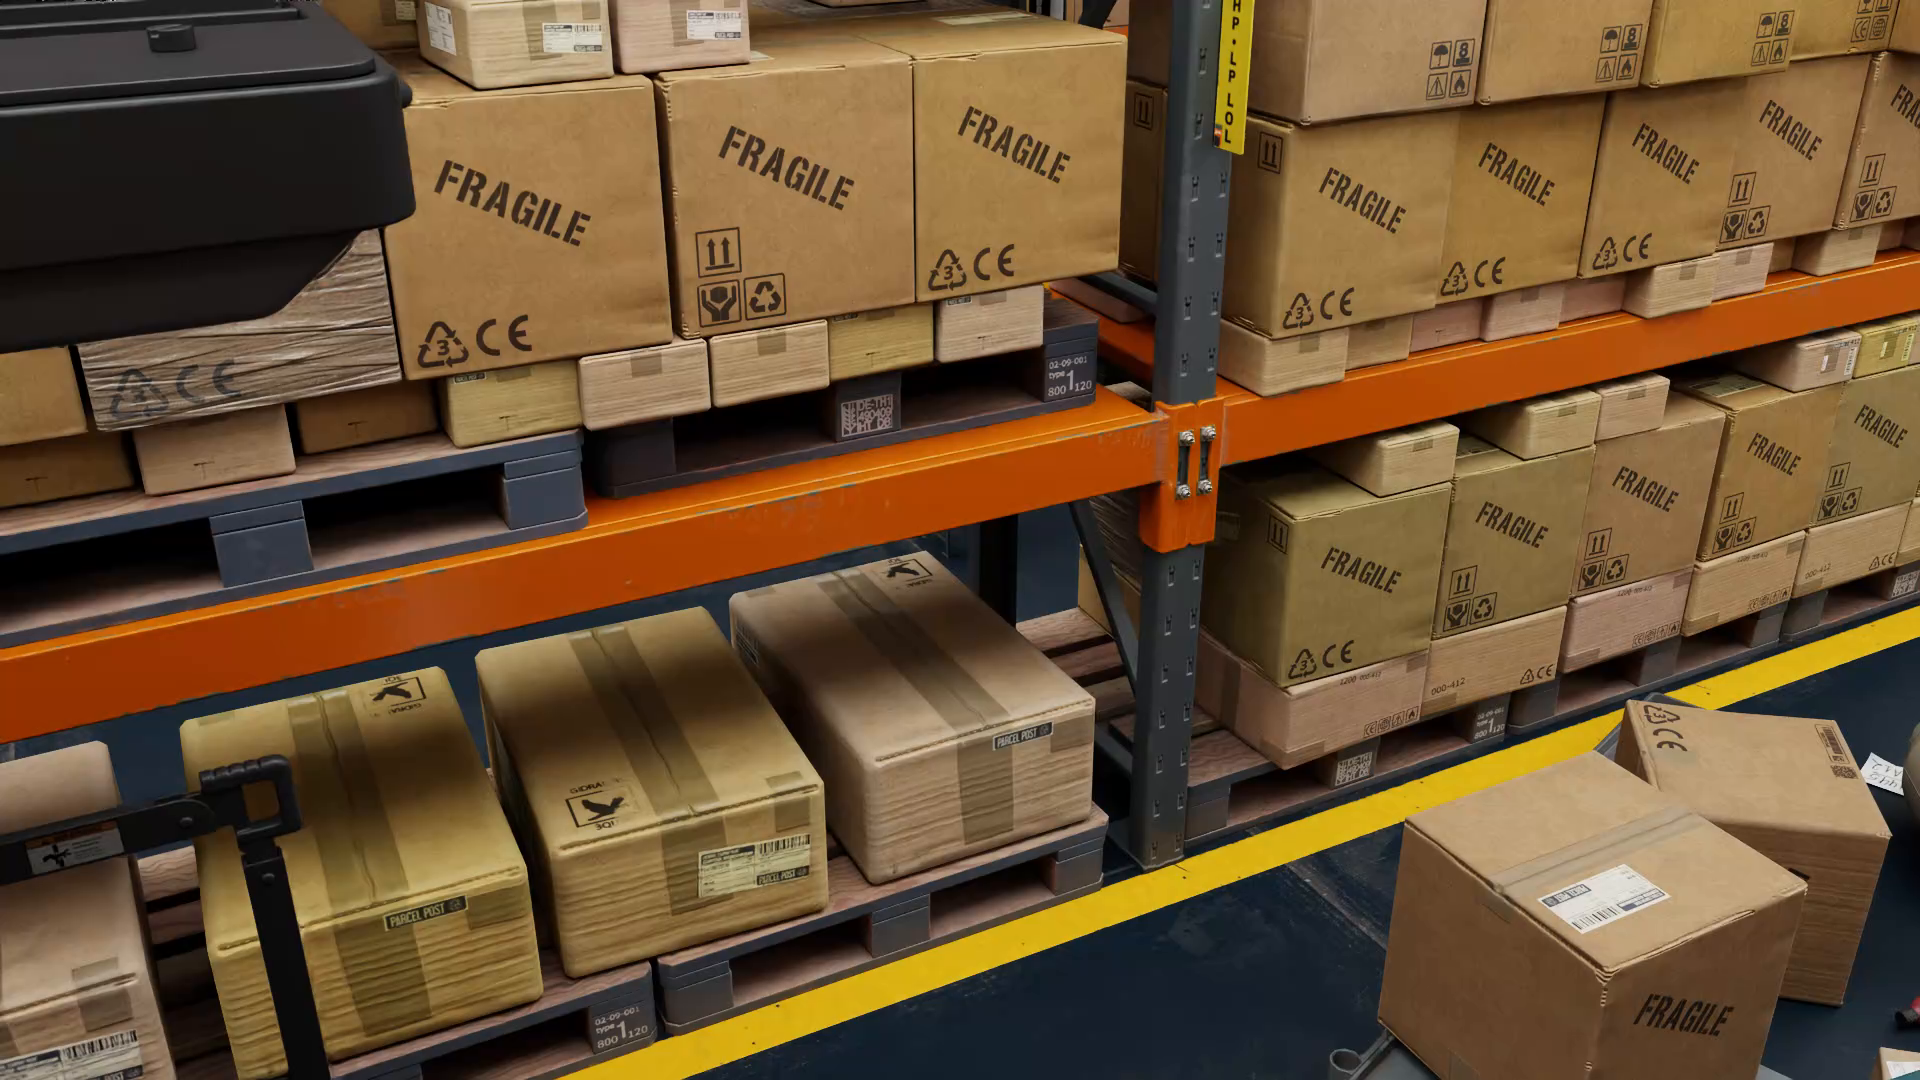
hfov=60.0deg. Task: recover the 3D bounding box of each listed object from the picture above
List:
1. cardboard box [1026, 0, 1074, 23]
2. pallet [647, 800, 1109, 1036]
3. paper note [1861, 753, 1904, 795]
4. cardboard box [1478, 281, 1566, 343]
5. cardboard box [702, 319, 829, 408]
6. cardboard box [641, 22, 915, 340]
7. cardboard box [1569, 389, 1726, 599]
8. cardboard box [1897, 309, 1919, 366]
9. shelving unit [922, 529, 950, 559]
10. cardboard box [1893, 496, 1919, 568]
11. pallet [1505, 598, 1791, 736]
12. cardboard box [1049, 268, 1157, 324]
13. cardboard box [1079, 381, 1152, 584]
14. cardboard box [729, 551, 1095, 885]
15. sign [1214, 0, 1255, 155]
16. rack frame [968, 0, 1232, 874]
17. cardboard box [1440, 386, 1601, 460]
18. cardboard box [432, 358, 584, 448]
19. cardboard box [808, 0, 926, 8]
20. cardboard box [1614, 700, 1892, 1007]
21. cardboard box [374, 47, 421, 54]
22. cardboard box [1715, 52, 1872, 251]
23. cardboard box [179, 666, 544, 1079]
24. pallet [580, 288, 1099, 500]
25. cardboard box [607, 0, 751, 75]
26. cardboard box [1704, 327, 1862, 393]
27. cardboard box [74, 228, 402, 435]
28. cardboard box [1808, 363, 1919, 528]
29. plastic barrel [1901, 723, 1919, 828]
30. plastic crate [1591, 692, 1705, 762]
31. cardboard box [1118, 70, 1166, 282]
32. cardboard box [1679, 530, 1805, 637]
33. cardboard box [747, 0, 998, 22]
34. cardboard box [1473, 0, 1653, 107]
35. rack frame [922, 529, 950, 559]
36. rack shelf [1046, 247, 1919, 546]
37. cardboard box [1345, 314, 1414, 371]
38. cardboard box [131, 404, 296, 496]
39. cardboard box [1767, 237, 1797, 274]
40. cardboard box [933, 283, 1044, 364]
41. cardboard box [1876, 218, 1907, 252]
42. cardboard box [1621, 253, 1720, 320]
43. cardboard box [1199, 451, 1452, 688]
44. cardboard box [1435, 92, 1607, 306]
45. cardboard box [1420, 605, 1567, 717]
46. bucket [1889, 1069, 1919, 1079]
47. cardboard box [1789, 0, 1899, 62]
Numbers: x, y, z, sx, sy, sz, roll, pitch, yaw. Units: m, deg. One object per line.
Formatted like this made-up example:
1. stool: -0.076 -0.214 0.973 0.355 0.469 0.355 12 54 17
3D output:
1. cardboard box: 0.276 -3.017 8.954 0.500 0.500 0.500 -14 29 -26
2. pallet: -0.376 0.746 4.452 1.213 0.211 1.003 -13 29 -25
3. paper note: 2.688 0.676 4.806 0.142 0.019 0.148 21 33 37
4. cardboard box: 1.392 -0.672 4.475 0.250 0.149 0.380 -12 28 -24
5. cardboard box: -0.466 -0.423 3.470 0.250 0.149 0.380 -14 29 -26
6. cardboard box: -0.427 -0.755 3.413 0.500 0.500 0.500 -13 28 -25
7. cardboard box: 1.883 -0.193 5.012 0.500 0.500 0.500 -11 28 -22
8. cardboard box: 2.963 -0.702 5.322 0.250 0.149 0.380 -12 28 -24
9. shelving unit: -0.007 -0.404 6.052 0.210 0.900 0.258 -13 29 -25
10. cardboard box: 3.232 -0.162 5.814 0.500 0.250 0.500 -13 29 -25
11. pallet: 1.964 0.187 5.617 1.213 0.211 1.003 -13 29 -25
12. cardboard box: 0.450 -0.739 4.613 0.250 0.149 0.380 -13 29 -26
13. cardboard box: 0.706 -0.181 4.986 0.500 0.500 0.500 -13 29 -26
14. cardboard box: -0.152 0.433 4.433 0.625 0.372 0.950 -13 28 -24
15. sign: 0.574 -0.981 3.489 0.005 0.325 0.100 -13 29 -25
16. rack frame: 0.310 -0.670 4.180 0.127 3.000 1.000 -13 29 -25
17. cardboard box: 1.549 -0.375 4.641 0.250 0.149 0.380 -12 28 -23
18. cardboard box: -0.921 -0.333 3.284 0.250 0.149 0.380 -13 29 -25
19. cardboard box: -0.272 -1.370 3.944 0.250 0.149 0.380 -13 29 -25
20. cardboard box: 1.896 0.757 4.092 0.500 0.500 0.500 5 26 11
21. cardboard box: -1.123 -0.855 3.620 0.500 0.500 0.500 -13 29 -25
22. cardboard box: 2.147 -1.151 4.723 0.500 0.500 0.500 -13 28 -24
23. cardboard box: -1.397 0.723 3.829 0.625 0.372 0.950 -12 28 -23
24. pallet: -0.433 -0.483 4.013 1.213 0.211 1.003 -13 29 -25
25. cardboard box: -0.593 -1.005 3.184 0.250 0.149 0.380 -14 29 -27
26. cardboard box: 2.506 -0.599 5.107 0.250 0.149 0.380 -12 28 -23
27. cardboard box: -1.347 -0.545 2.976 0.500 0.500 0.500 -14 29 -27
28. cardboard box: 2.796 -0.402 5.447 0.500 0.500 0.500 -12 28 -23
29. plastic barrel: 2.729 0.676 4.354 0.421 0.421 0.512 5 26 11
30. plastic crate: 2.081 0.640 4.825 0.402 0.080 0.583 21 33 37
31. cardboard box: 0.585 -1.035 4.480 0.500 0.500 0.500 -14 29 -26
32. cardboard box: 2.333 0.044 5.384 0.500 0.250 0.500 -14 29 -27
33. cardboard box: -0.239 -1.052 4.032 0.500 0.500 0.500 -12 28 -24
34. cardboard box: 1.261 -1.402 4.091 0.500 0.500 0.700 -13 28 -25
35. rack frame: -0.097 -0.383 6.009 0.006 0.900 0.240 -13 29 -25
36. rack shelf: 2.075 -0.753 5.184 4.000 0.370 1.077 -13 29 -25
37. cardboard box: 0.937 -0.570 4.261 0.250 0.149 0.380 -12 28 -24
38. cardboard box: -1.396 -0.237 3.083 0.250 0.149 0.380 -12 28 -23
39. cardboard box: 2.252 -0.910 4.969 0.250 0.149 0.380 -13 29 -25
40. cardboard box: -0.014 -0.536 3.705 0.250 0.149 0.380 -13 28 -24
41. cardboard box: 2.697 -1.013 5.185 0.250 0.149 0.380 -13 28 -24
42. cardboard box: 1.872 -0.755 4.648 0.250 0.149 0.380 -13 28 -25
43. cardboard box: 0.958 0.025 4.557 0.500 0.500 0.500 -12 28 -23
44. cardboard box: 1.261 -0.943 4.290 0.500 0.500 0.500 -13 29 -25
45. cardboard box: 1.423 0.250 4.955 0.500 0.250 0.500 -11 28 -22
46. bucket: 1.764 1.082 2.556 0.620 0.611 0.726 -13 27 -3
47. cardboard box: 2.134 -1.635 4.576 0.500 0.500 0.700 -13 29 -25
